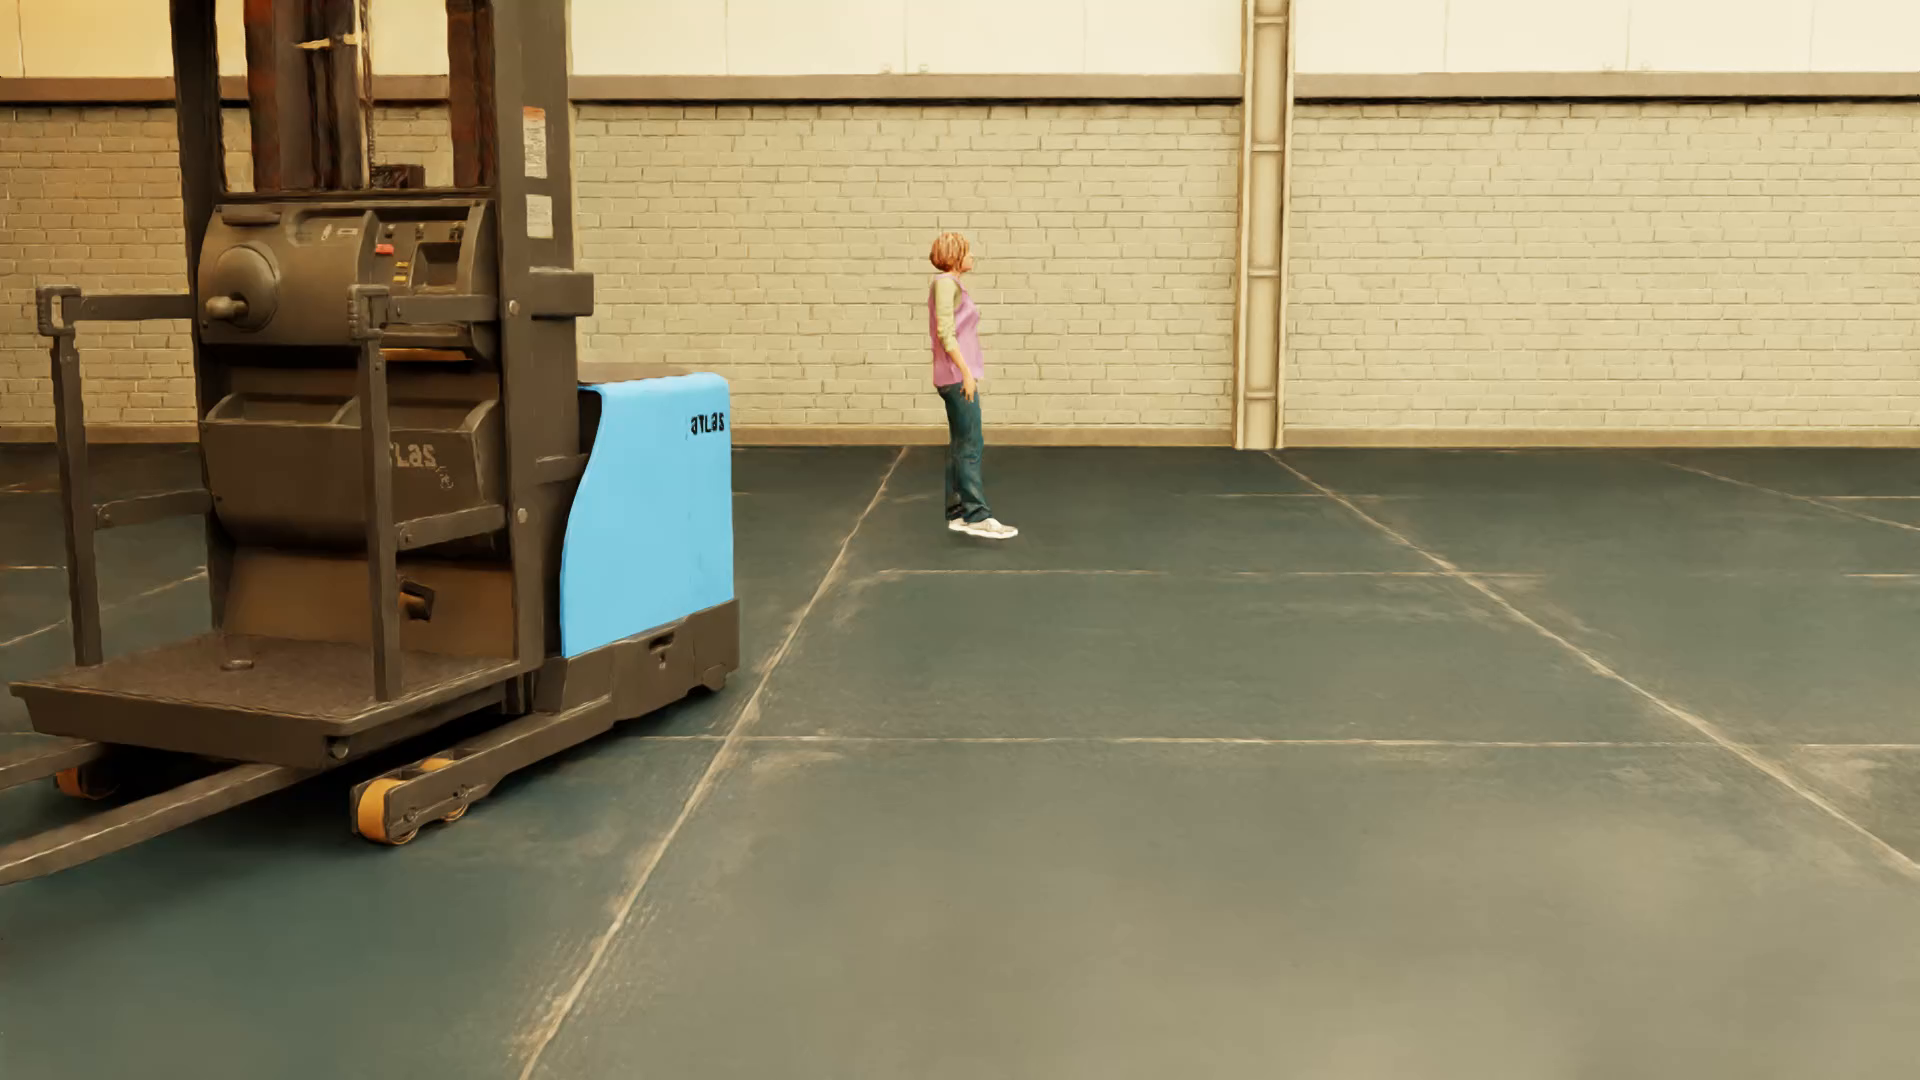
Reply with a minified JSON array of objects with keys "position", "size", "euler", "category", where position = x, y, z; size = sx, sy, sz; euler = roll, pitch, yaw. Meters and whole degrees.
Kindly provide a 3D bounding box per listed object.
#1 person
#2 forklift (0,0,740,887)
[{"position":[0.073,-0.833,8.859],"size":[0.476,1.596,0.520],"euler":[0,9,1],"category":"person"},{"position":[-1.762,-0.769,4.328],"size":[1.130,2.935,3.031],"euler":[3,9,21],"category":"forklift"}]
